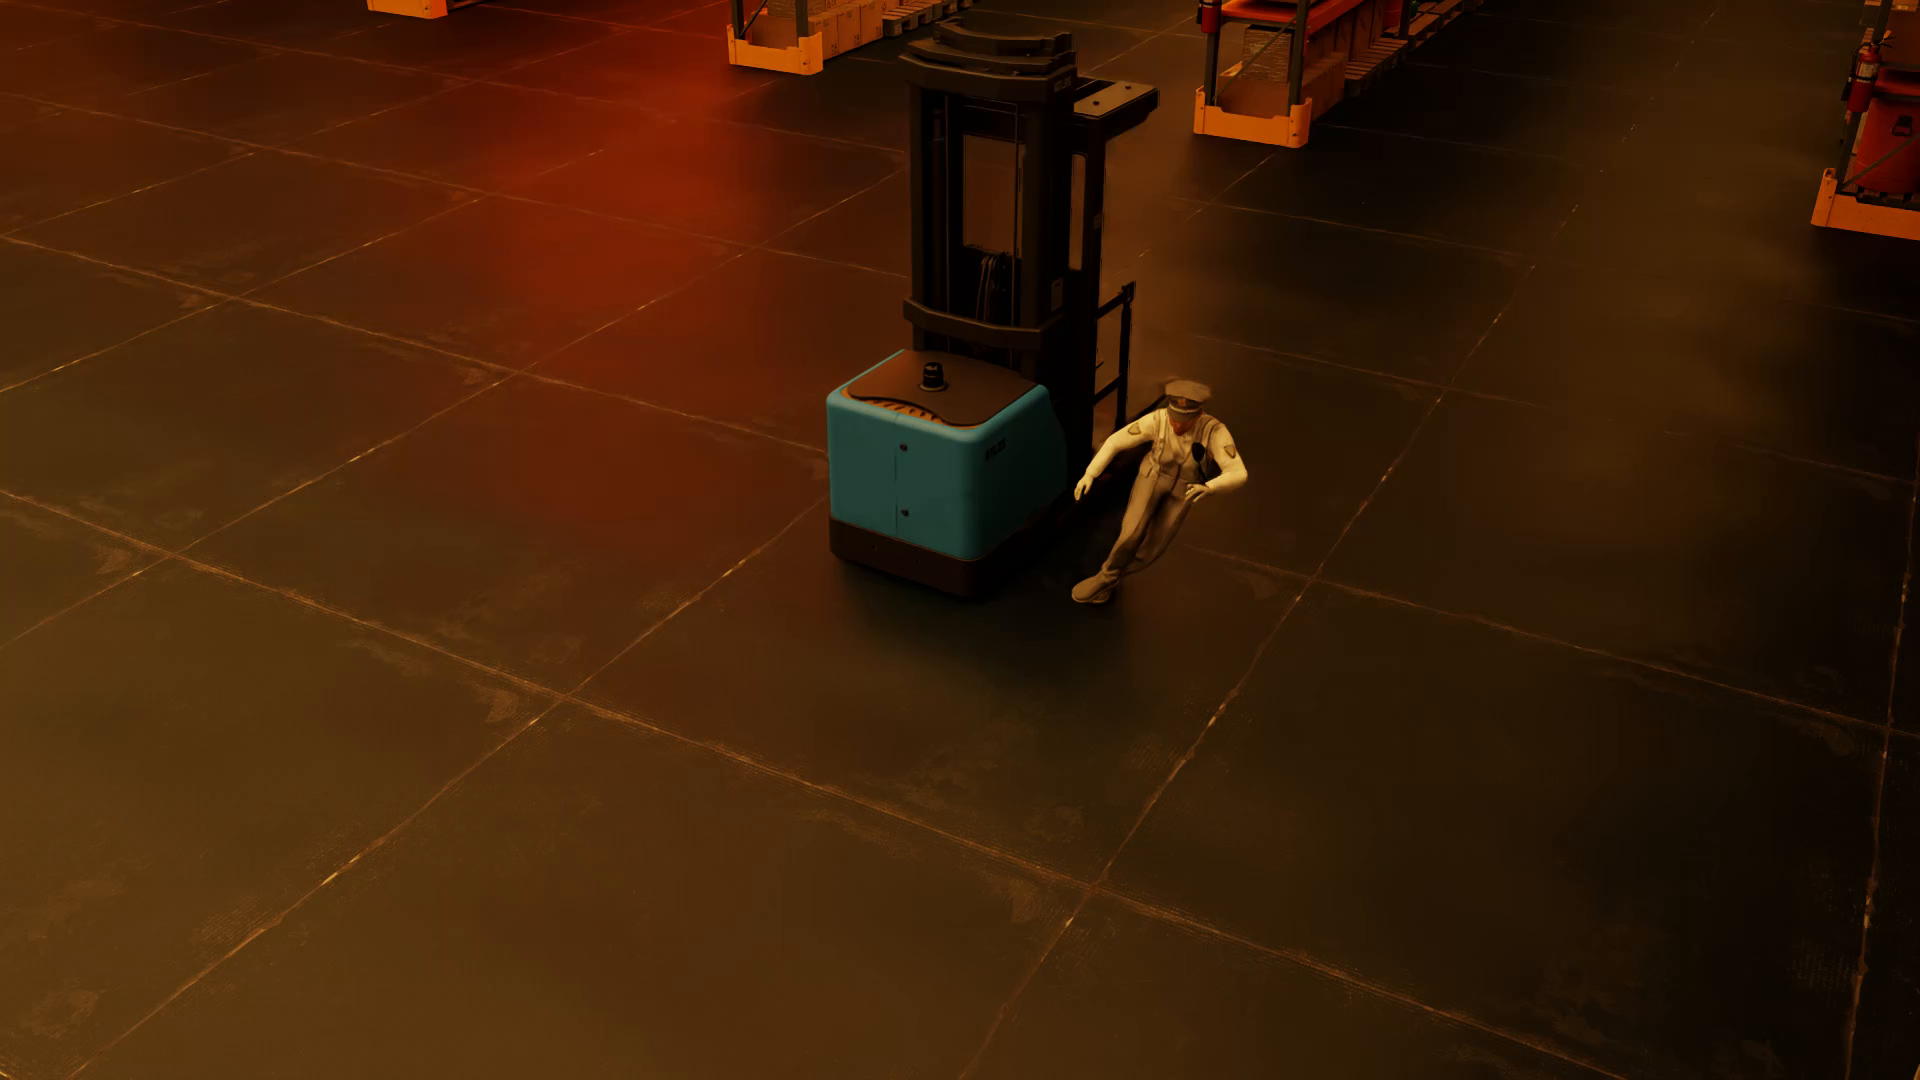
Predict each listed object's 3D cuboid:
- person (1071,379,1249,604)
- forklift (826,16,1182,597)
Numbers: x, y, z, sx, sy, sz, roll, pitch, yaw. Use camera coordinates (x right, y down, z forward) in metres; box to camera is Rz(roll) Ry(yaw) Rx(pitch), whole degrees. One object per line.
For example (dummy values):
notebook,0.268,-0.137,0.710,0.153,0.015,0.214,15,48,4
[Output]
person,1.056,-0.195,8.880,0.894,1.424,0.832,3,30,4
forklift,0.446,-1.645,9.920,1.130,2.935,3.031,17,34,27
